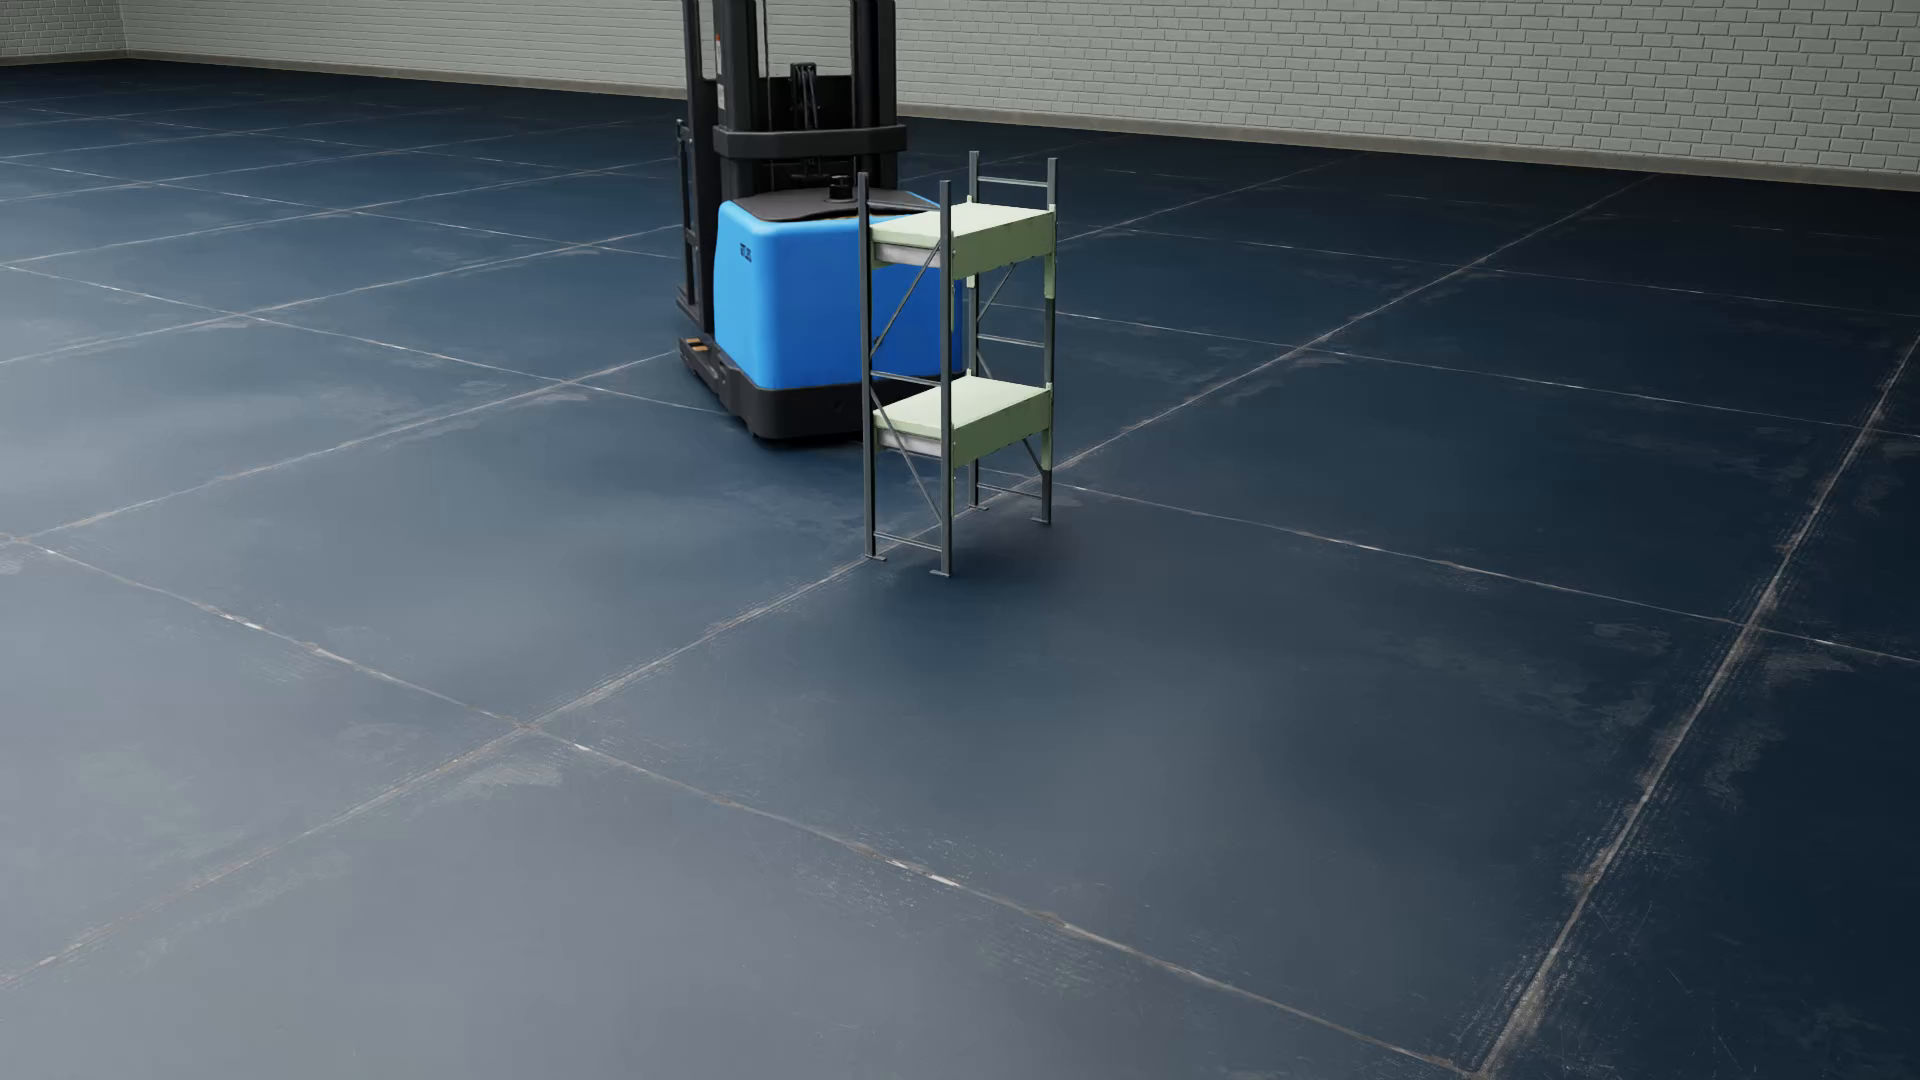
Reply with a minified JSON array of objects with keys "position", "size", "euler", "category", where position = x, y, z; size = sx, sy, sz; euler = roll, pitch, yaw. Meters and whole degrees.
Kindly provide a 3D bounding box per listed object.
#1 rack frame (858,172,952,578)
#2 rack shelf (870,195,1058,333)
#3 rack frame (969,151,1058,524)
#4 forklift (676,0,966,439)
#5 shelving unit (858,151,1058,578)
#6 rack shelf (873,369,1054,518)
[{"position":[-0.202,-0.600,6.226],"size":[0.400,1.500,0.023],"euler":[13,24,32],"category":"rack frame"},{"position":[0.004,-1.071,6.375],"size":[0.431,0.370,0.720],"euler":[13,24,32],"category":"rack shelf"},{"position":[0.209,-0.810,6.794],"size":[0.400,1.500,0.023],"euler":[13,24,32],"category":"rack frame"},{"position":[-0.947,-2.328,8.833],"size":[1.130,2.935,3.031],"euler":[-7,21,-18],"category":"forklift"},{"position":[0.004,-0.705,6.510],"size":[0.431,1.500,0.755],"euler":[13,24,32],"category":"shelving unit"},{"position":[0.004,-0.400,6.623],"size":[0.431,0.370,0.720],"euler":[13,24,32],"category":"rack shelf"}]
